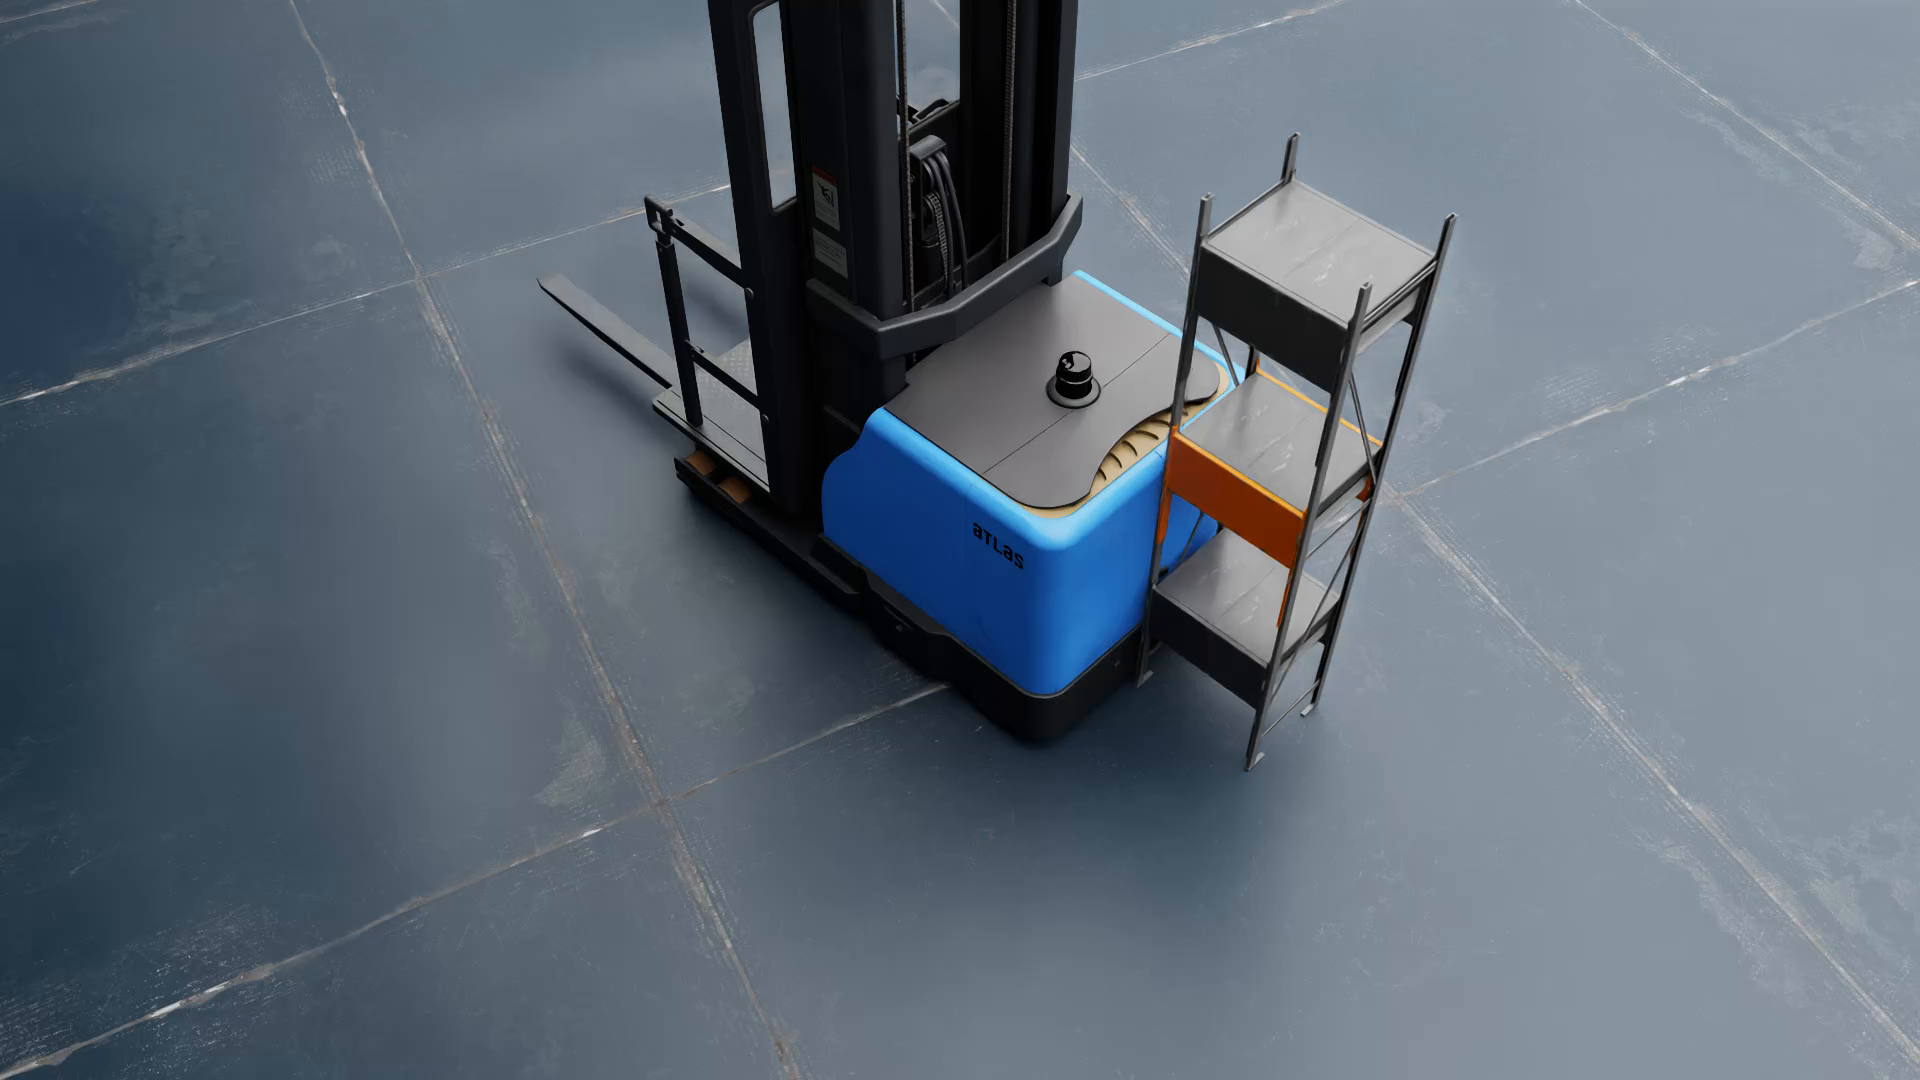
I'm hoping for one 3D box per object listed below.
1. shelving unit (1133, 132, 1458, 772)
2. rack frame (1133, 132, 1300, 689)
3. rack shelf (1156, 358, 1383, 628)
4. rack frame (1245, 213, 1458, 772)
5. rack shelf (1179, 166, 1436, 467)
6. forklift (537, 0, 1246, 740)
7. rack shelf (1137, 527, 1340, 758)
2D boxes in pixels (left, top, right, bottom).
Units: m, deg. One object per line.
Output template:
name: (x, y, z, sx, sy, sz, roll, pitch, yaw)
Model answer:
shelving unit: (0.927, -0.152, 4.987, 0.503, 2.100, 0.431, 36, 58, 27)
rack frame: (0.753, -0.281, 5.098, 0.015, 2.100, 0.400, 36, 58, 27)
rack shelf: (0.927, -0.143, 4.997, 0.480, 0.518, 0.431, 36, 58, 27)
rack frame: (1.102, -0.023, 4.875, 0.015, 2.100, 0.400, 36, 58, 27)
rack shelf: (0.929, -0.603, 4.469, 0.480, 0.518, 0.431, 36, 58, 27)
forklift: (-0.445, -1.292, 5.433, 3.031, 2.935, 1.130, 36, 58, 27)
rack shelf: (0.925, 0.316, 5.525, 0.480, 0.518, 0.431, 36, 58, 27)
